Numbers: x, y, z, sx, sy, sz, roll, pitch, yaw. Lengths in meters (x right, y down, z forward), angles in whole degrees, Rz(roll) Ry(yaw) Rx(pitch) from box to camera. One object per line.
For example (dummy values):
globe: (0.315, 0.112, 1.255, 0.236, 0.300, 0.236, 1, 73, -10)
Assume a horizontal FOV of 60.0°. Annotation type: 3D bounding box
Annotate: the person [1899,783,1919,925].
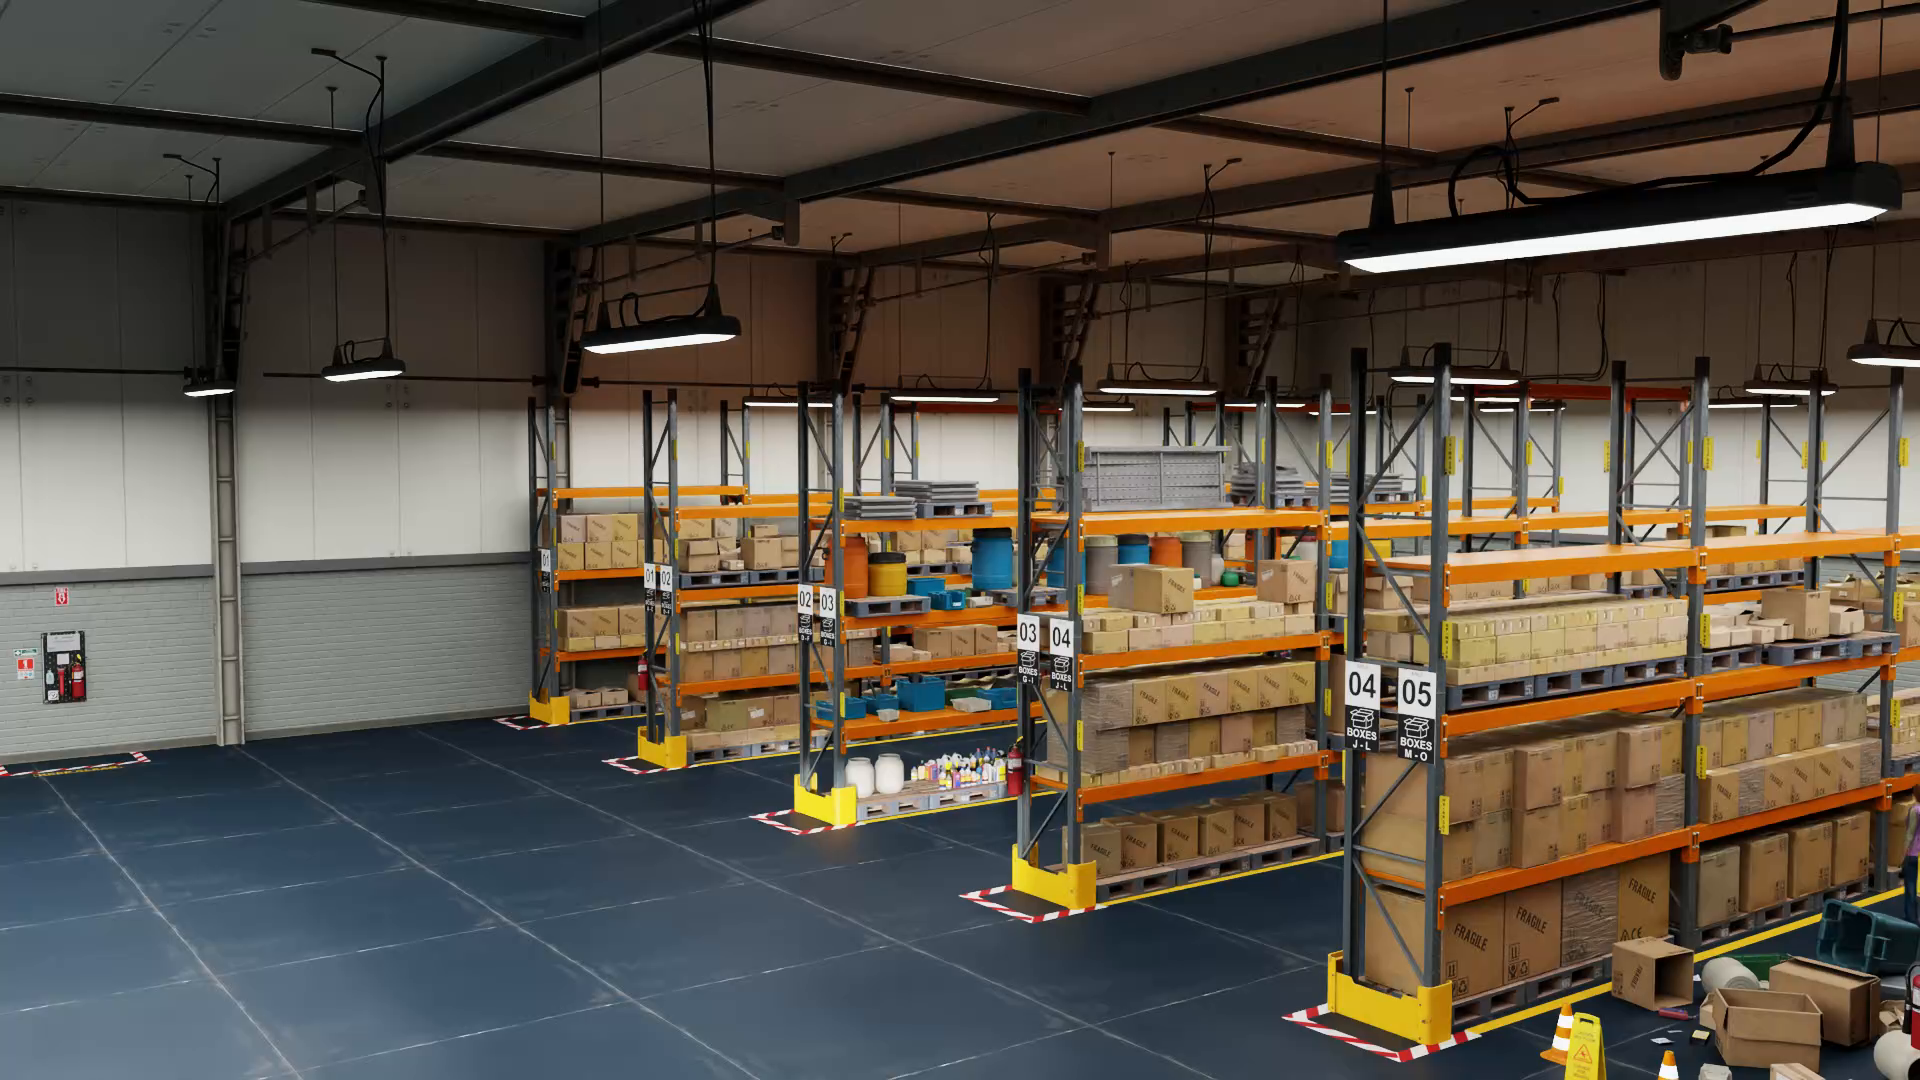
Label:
person: (10.152, 3.332, 17.573, 0.434, 1.589, 0.533, 1, 3, 13)
